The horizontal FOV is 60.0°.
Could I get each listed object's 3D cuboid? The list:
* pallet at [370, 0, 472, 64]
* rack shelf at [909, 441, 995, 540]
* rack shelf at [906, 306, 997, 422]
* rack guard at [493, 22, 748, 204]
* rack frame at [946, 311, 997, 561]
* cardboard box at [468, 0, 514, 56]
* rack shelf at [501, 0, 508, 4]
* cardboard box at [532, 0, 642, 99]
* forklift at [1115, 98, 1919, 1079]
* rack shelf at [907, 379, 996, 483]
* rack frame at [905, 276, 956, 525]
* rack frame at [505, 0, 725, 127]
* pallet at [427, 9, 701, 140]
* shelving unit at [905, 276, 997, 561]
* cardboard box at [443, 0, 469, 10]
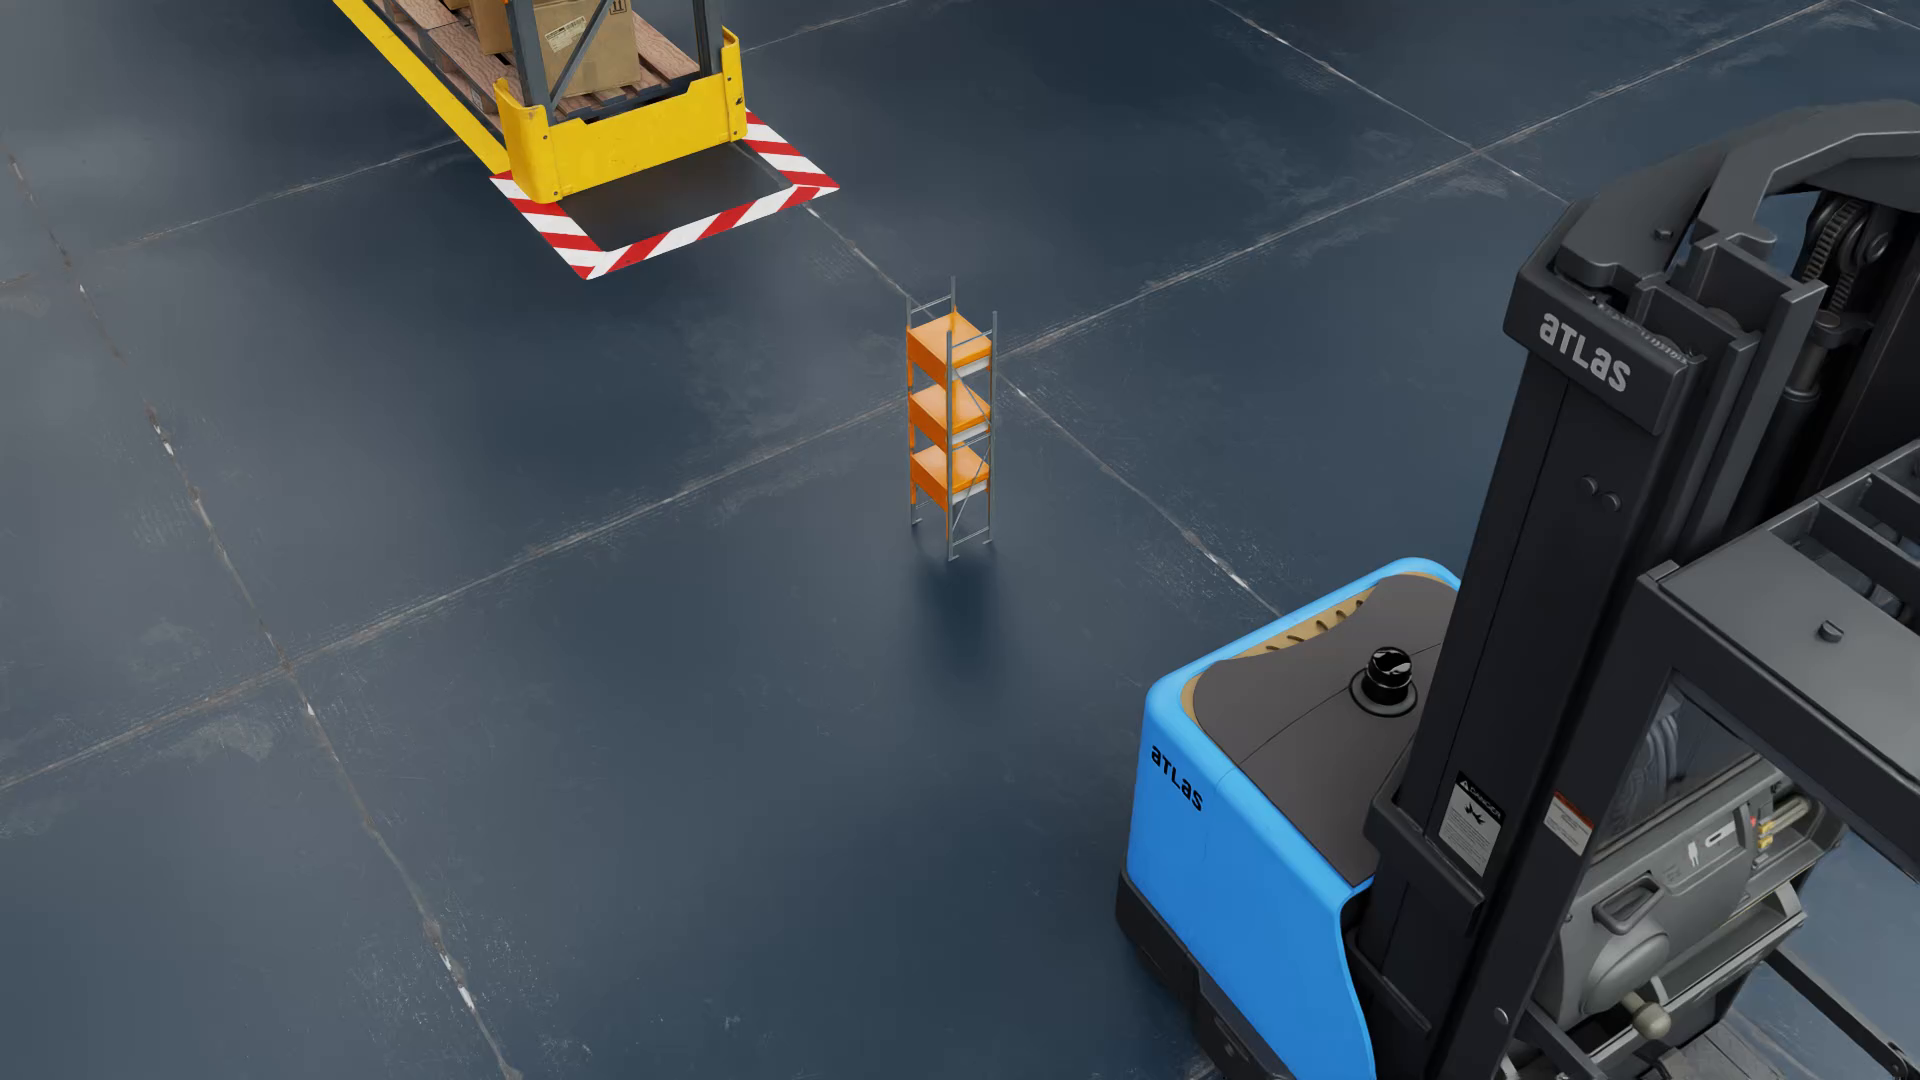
[{"bbox_3d":[-2.755,-3.154,9.401,1.003,0.211,1.213,-26,49,-24],"label":"pallet"},{"bbox_3d":[-0.031,-0.201,6.118,0.215,0.259,0.240,-26,49,-24],"label":"rack shelf"},{"bbox_3d":[-0.031,-0.608,5.731,0.215,0.259,0.240,-26,49,-24],"label":"rack shelf"},{"bbox_3d":[-1.625,-2.094,8.081,1.175,0.500,0.348,-26,49,-24],"label":"rack guard"},{"bbox_3d":[0.039,-0.341,5.847,0.200,1.050,0.008,-26,49,-24],"label":"rack frame"},{"bbox_3d":[-2.295,-2.888,8.609,0.500,0.500,0.500,-14,45,-14],"label":"cardboard box"},{"bbox_3d":[-2.726,-3.828,8.608,1.077,0.370,4.000,-26,49,-24],"label":"rack shelf"},{"bbox_3d":[-1.925,-2.563,8.269,0.500,0.500,0.500,-17,46,-17],"label":"cardboard box"},{"bbox_3d":[1.673,0.780,3.310,1.130,2.935,3.031,-23,48,-23],"label":"forklift"},{"bbox_3d":[-0.031,-0.402,5.927,0.215,0.259,0.240,-26,49,-24],"label":"rack shelf"},{"bbox_3d":[-0.100,-0.479,5.992,0.200,1.050,0.008,-26,49,-24],"label":"rack frame"},{"bbox_3d":[-1.582,-2.955,7.173,1.000,3.000,0.127,-26,49,-24],"label":"rack frame"},{"bbox_3d":[-2.061,-2.464,8.678,1.003,0.211,1.213,-26,49,-24],"label":"pallet"},{"bbox_3d":[-0.031,-0.410,5.919,0.215,1.050,0.252,-26,49,-24],"label":"shelving unit"},{"bbox_3d":[-2.638,-3.250,8.988,0.500,0.500,0.500,-21,48,-21],"label":"cardboard box"}]
